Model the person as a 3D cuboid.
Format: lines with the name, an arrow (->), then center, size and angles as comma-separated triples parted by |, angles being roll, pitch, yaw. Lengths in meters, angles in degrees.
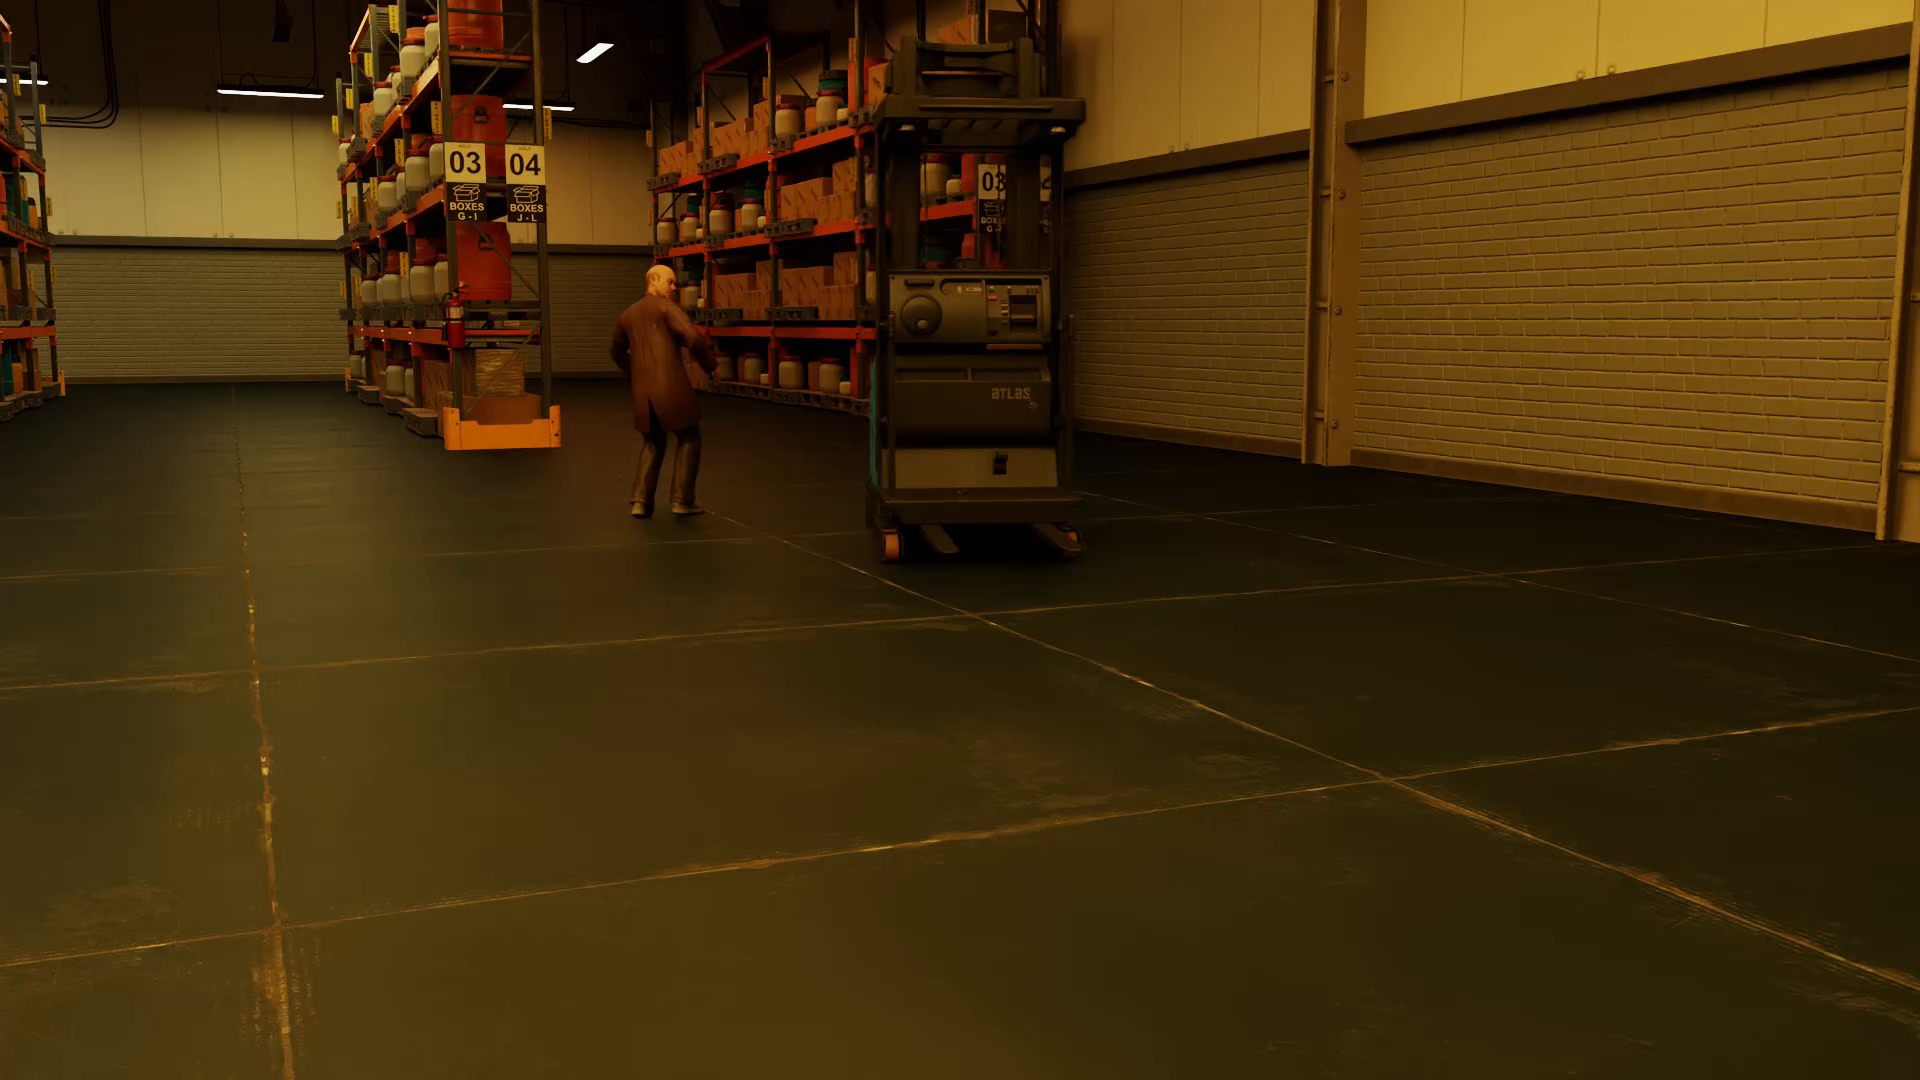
person -> -2.020, -1.009, 11.397 | 0.830, 1.723, 0.576 | 4, 8, 26

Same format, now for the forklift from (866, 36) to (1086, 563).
forklift -> 0.084, -1.373, 9.357 | 1.130, 2.935, 3.031 | -1, 8, -6
